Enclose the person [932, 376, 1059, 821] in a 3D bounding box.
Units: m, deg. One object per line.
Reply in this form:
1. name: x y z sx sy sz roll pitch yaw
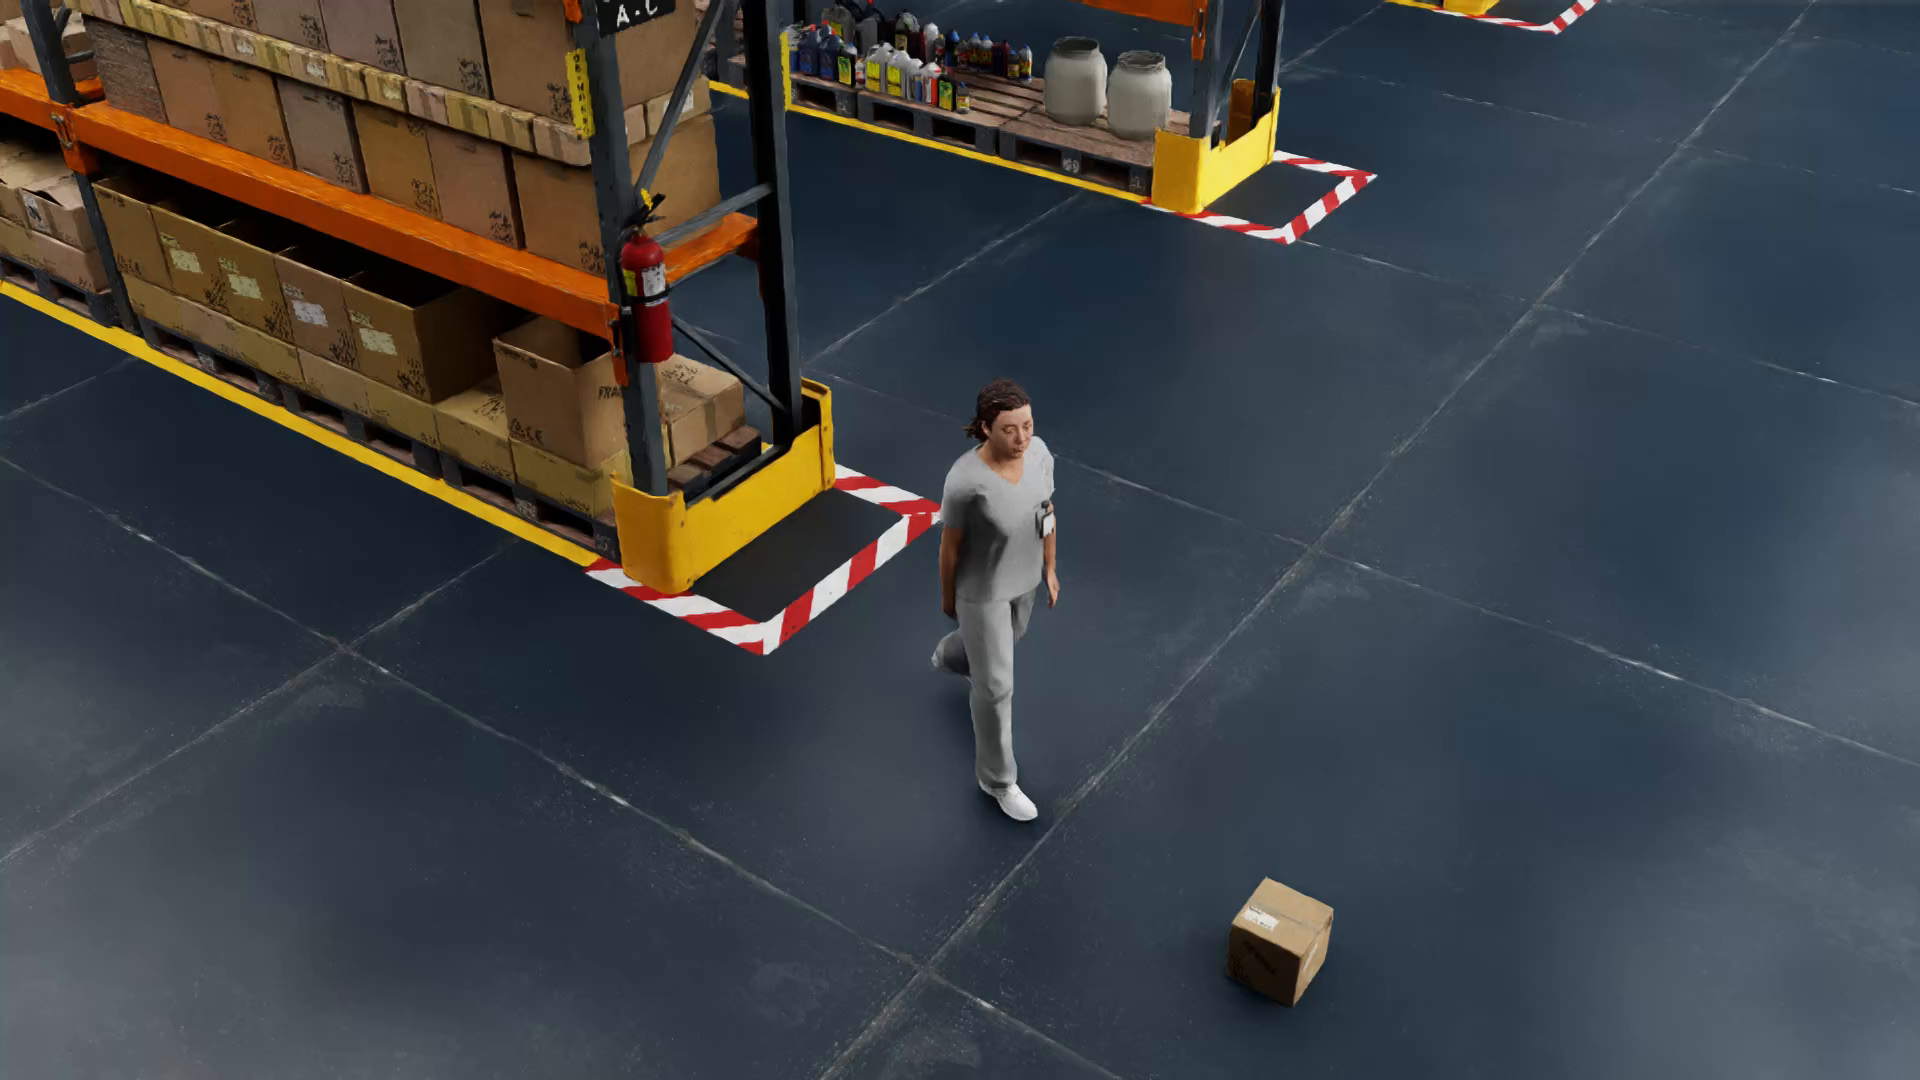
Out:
1. person: 0.114 0.116 5.978 0.488 1.656 0.863 -25 42 -32
